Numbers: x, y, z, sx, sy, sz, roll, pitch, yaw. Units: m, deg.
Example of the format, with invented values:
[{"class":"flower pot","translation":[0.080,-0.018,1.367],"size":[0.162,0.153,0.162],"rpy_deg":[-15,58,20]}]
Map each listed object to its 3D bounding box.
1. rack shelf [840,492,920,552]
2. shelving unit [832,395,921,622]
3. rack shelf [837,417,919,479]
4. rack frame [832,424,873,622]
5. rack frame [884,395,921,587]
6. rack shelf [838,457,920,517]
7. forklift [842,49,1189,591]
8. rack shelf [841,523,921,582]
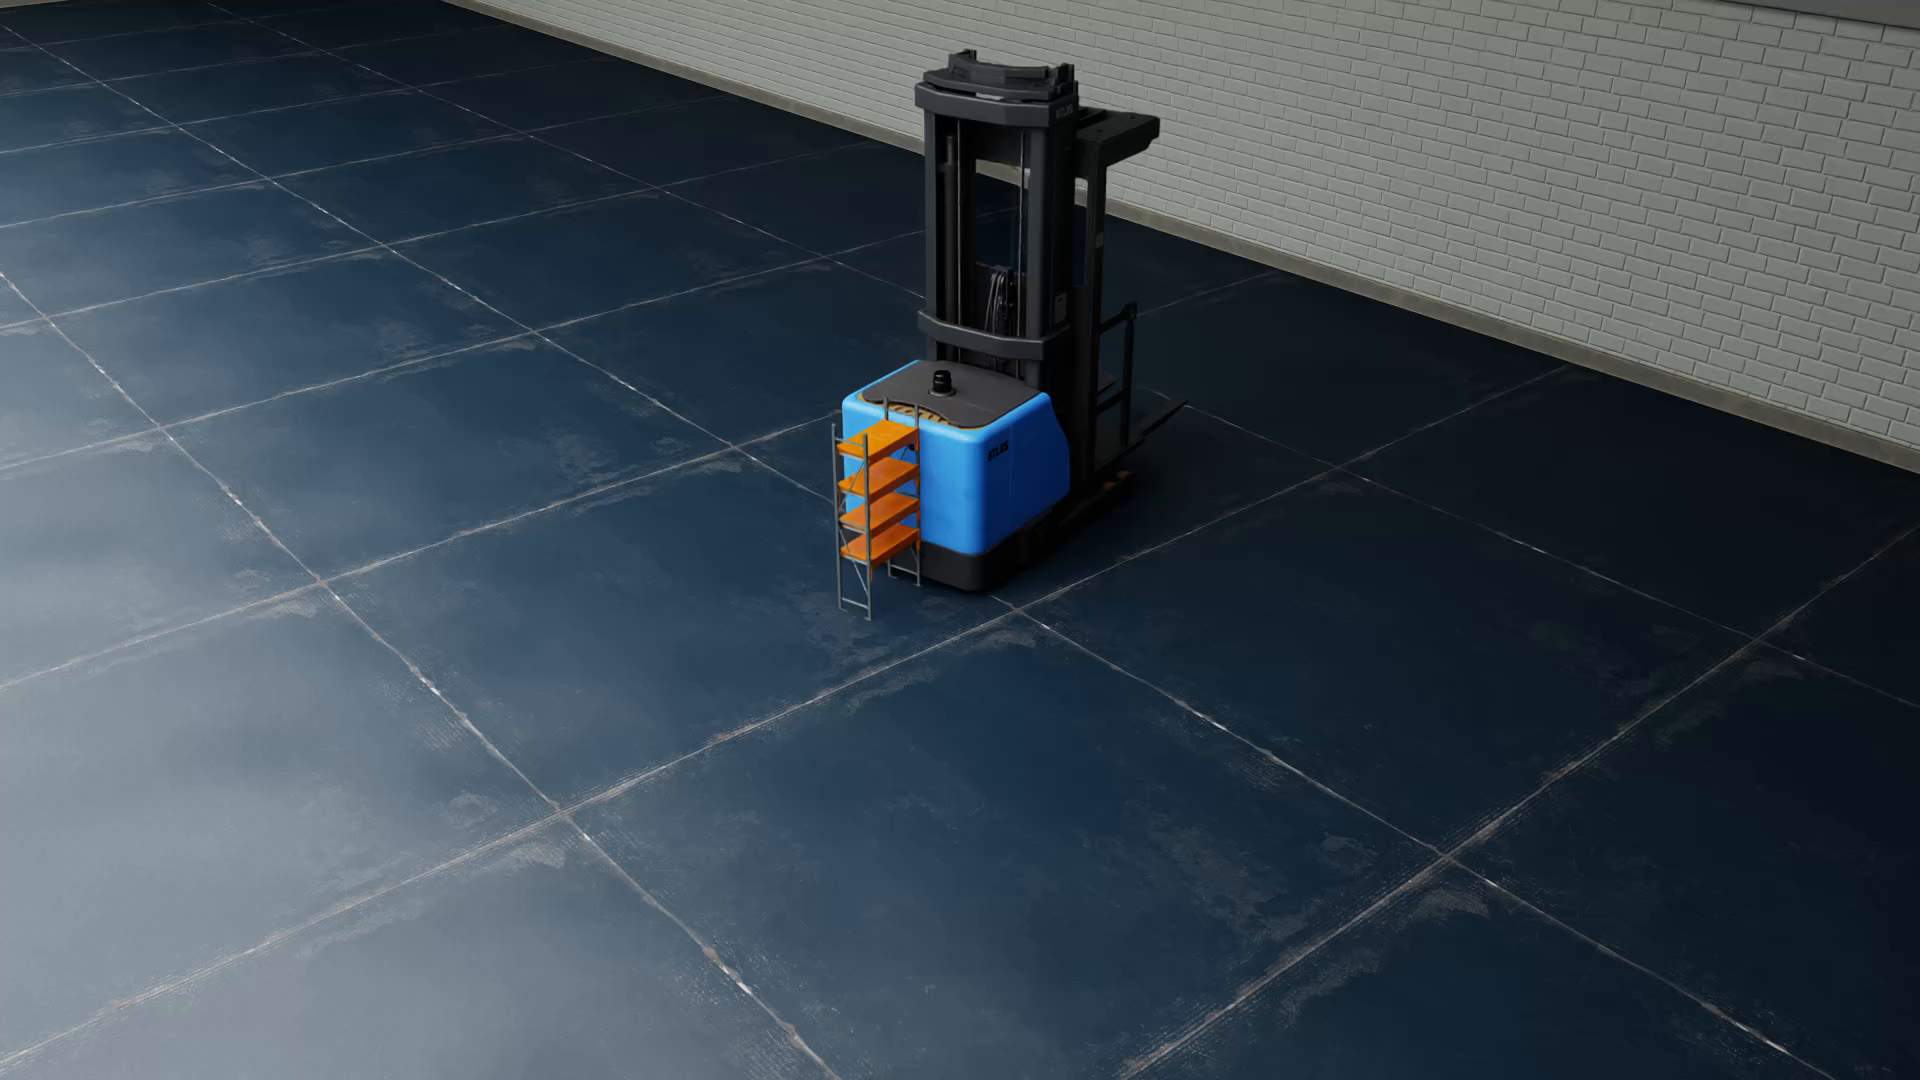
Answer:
[{"class":"rack shelf","translation":[-0.476,-0.122,9.707],"size":[0.258,0.148,0.480],"rpy_deg":[18,33,30]},{"class":"shelving unit","translation":[-0.476,-0.182,9.675],"size":[0.258,1.200,0.503],"rpy_deg":[18,33,30]},{"class":"rack shelf","translation":[-0.475,-0.528,9.490],"size":[0.258,0.148,0.480],"rpy_deg":[18,33,30]},{"class":"rack frame","translation":[-0.613,-0.087,9.498],"size":[0.240,1.200,0.015],"rpy_deg":[18,33,30]},{"class":"rack frame","translation":[-0.338,-0.276,9.853],"size":[0.240,1.200,0.015],"rpy_deg":[18,33,30]},{"class":"rack shelf","translation":[-0.476,-0.320,9.601],"size":[0.258,0.148,0.480],"rpy_deg":[18,33,30]},{"class":"forklift","translation":[0.530,-1.634,10.557],"size":[1.130,2.935,3.031],"rpy_deg":[18,33,30]},{"class":"rack shelf","translation":[-0.476,0.053,9.800],"size":[0.258,0.148,0.480],"rpy_deg":[18,33,30]}]
